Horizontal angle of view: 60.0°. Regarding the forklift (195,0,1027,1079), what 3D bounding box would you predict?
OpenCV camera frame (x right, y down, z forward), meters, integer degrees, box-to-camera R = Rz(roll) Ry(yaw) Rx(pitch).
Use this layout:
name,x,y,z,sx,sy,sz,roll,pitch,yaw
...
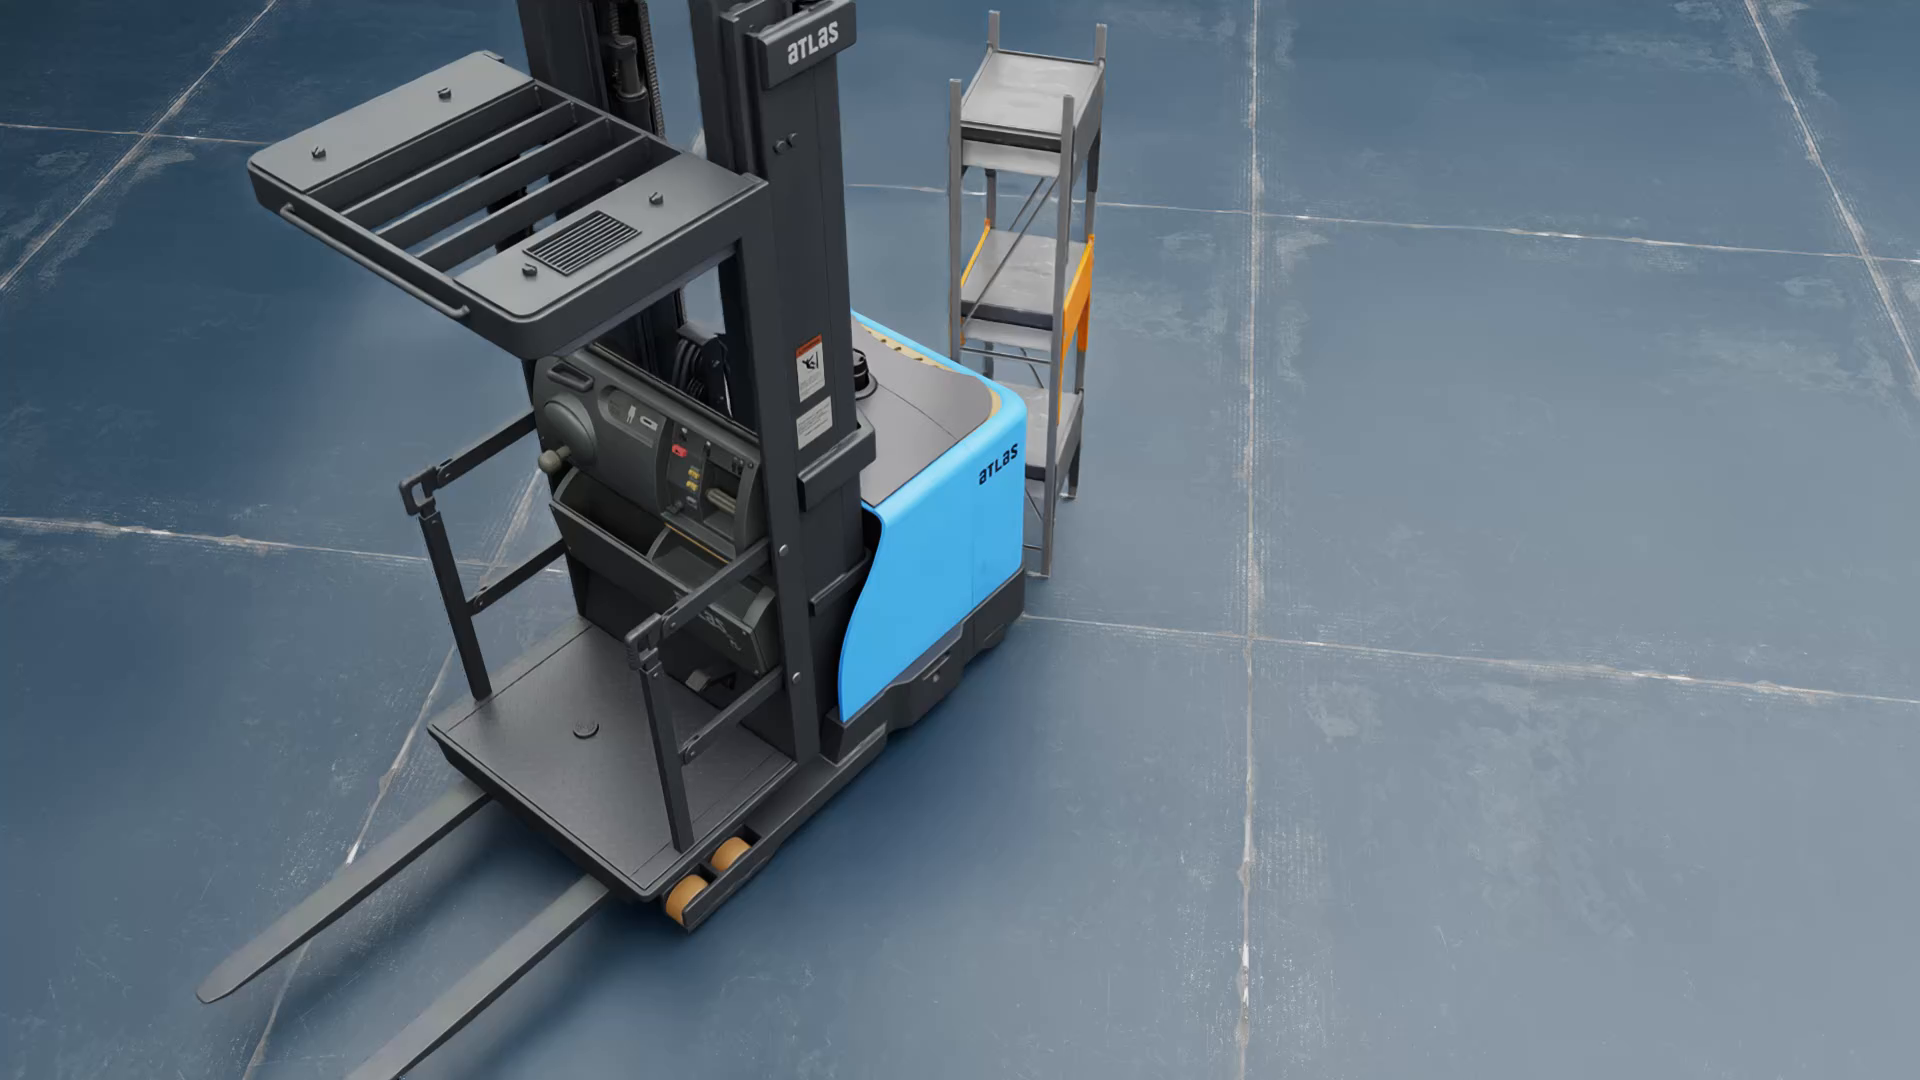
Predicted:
name,x,y,z,sx,sy,sz,roll,pitch,yaw
forklift,-1.078,-0.200,4.830,1.130,2.935,3.031,30,51,27

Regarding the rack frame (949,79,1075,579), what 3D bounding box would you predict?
name,x,y,z,sx,sy,sz,roll,pitch,yaw
rack frame,0.162,-0.647,5.907,0.400,2.100,0.015,11,44,11

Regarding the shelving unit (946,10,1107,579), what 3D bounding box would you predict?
name,x,y,z,sx,sy,sz,roll,pitch,yaw
shelving unit,0.226,-0.809,6.077,0.431,2.100,0.503,11,44,11

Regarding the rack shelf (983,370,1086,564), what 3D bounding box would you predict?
name,x,y,z,sx,sy,sz,roll,pitch,yaw
rack shelf,0.226,-0.291,6.568,0.431,0.518,0.480,11,44,11

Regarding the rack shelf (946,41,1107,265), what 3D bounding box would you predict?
name,x,y,z,sx,sy,sz,roll,pitch,yaw
rack shelf,0.226,-1.308,5.605,0.431,0.518,0.480,11,44,11

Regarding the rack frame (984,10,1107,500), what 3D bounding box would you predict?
name,x,y,z,sx,sy,sz,roll,pitch,yaw
rack frame,0.291,-0.971,6.248,0.400,2.100,0.015,11,44,11

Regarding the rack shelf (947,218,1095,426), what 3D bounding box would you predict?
name,x,y,z,sx,sy,sz,roll,pitch,yaw
rack shelf,0.226,-0.799,6.087,0.431,0.518,0.480,11,44,11
